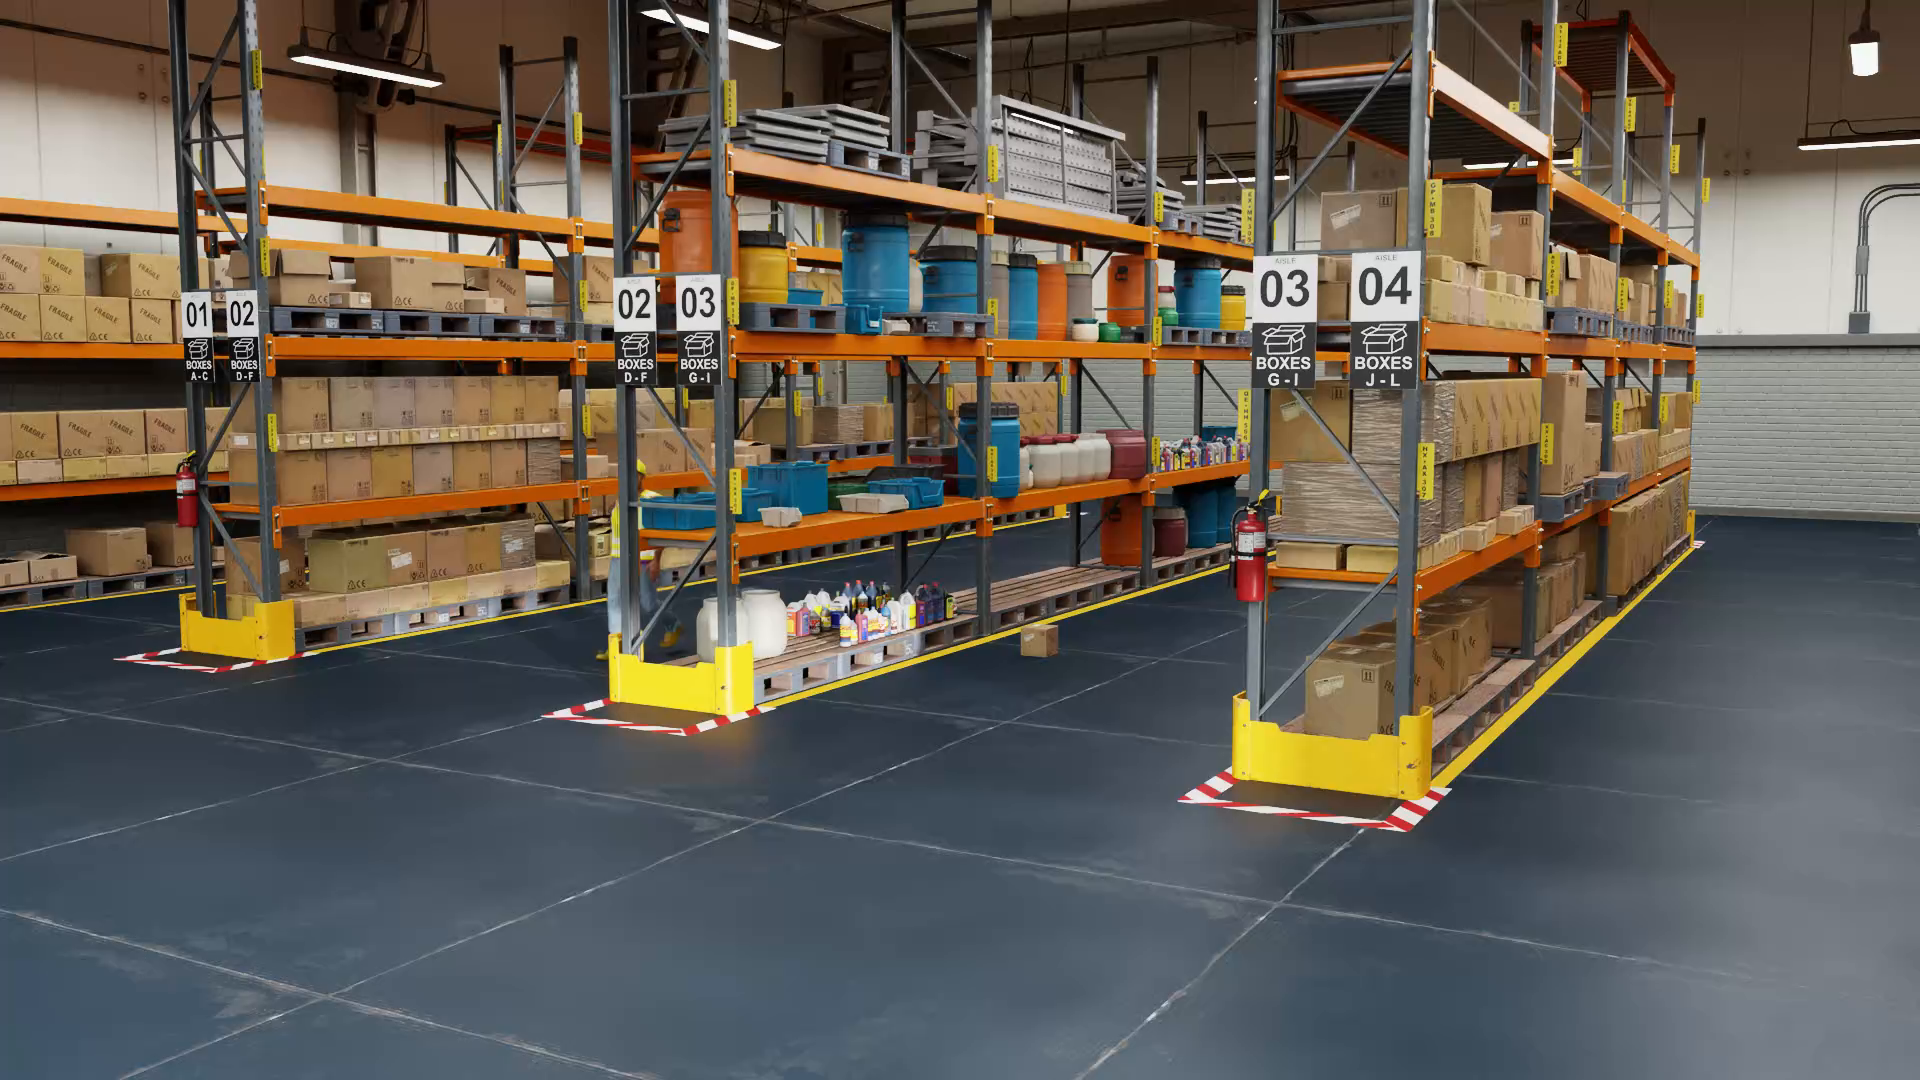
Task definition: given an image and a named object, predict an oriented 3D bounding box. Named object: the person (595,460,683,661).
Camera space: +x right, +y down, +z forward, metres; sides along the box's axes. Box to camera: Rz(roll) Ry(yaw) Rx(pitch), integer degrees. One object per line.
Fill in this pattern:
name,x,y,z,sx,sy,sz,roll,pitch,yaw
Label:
person,-2.795,0.164,14.444,0.582,1.740,0.938,3,7,26
